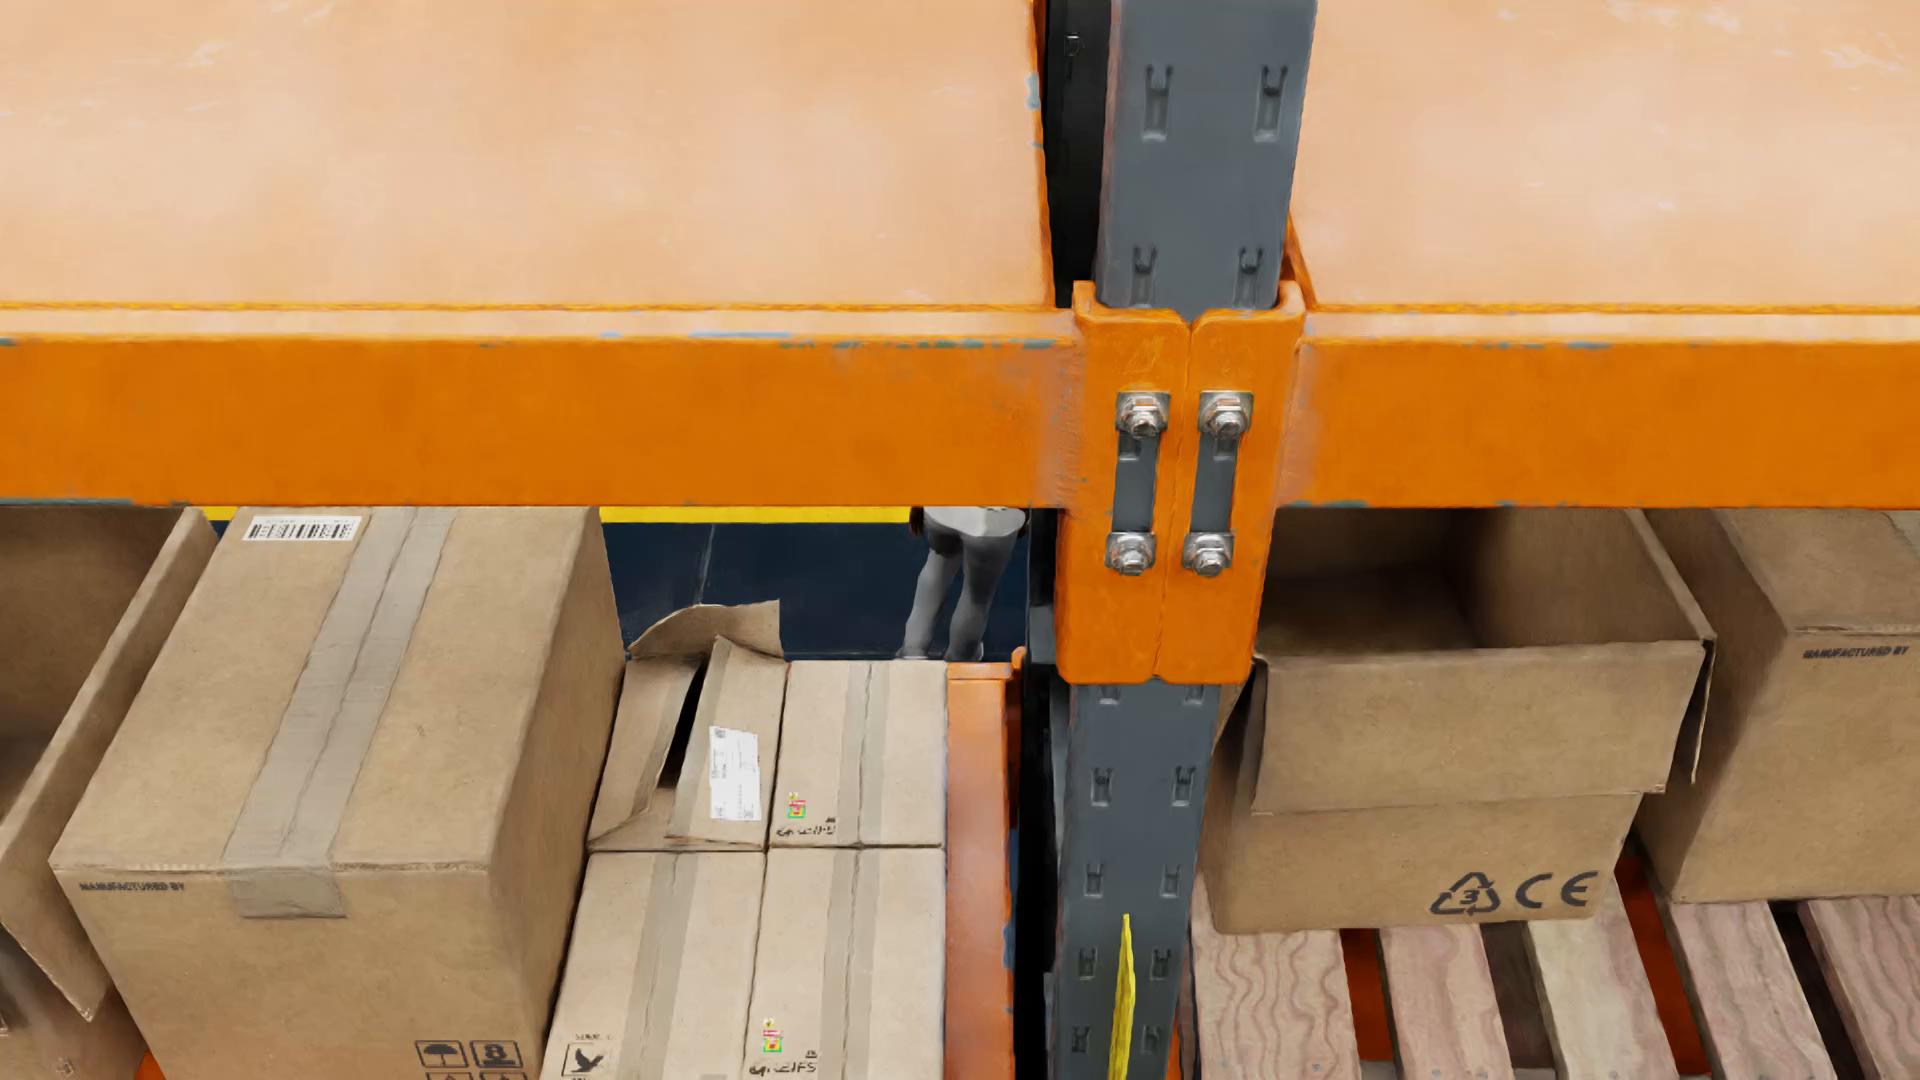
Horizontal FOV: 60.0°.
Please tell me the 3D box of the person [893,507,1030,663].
[{"bbox_3d":[0.024,-0.091,6.247,0.570,1.664,0.410,19,44,22],"label":"person"}]
